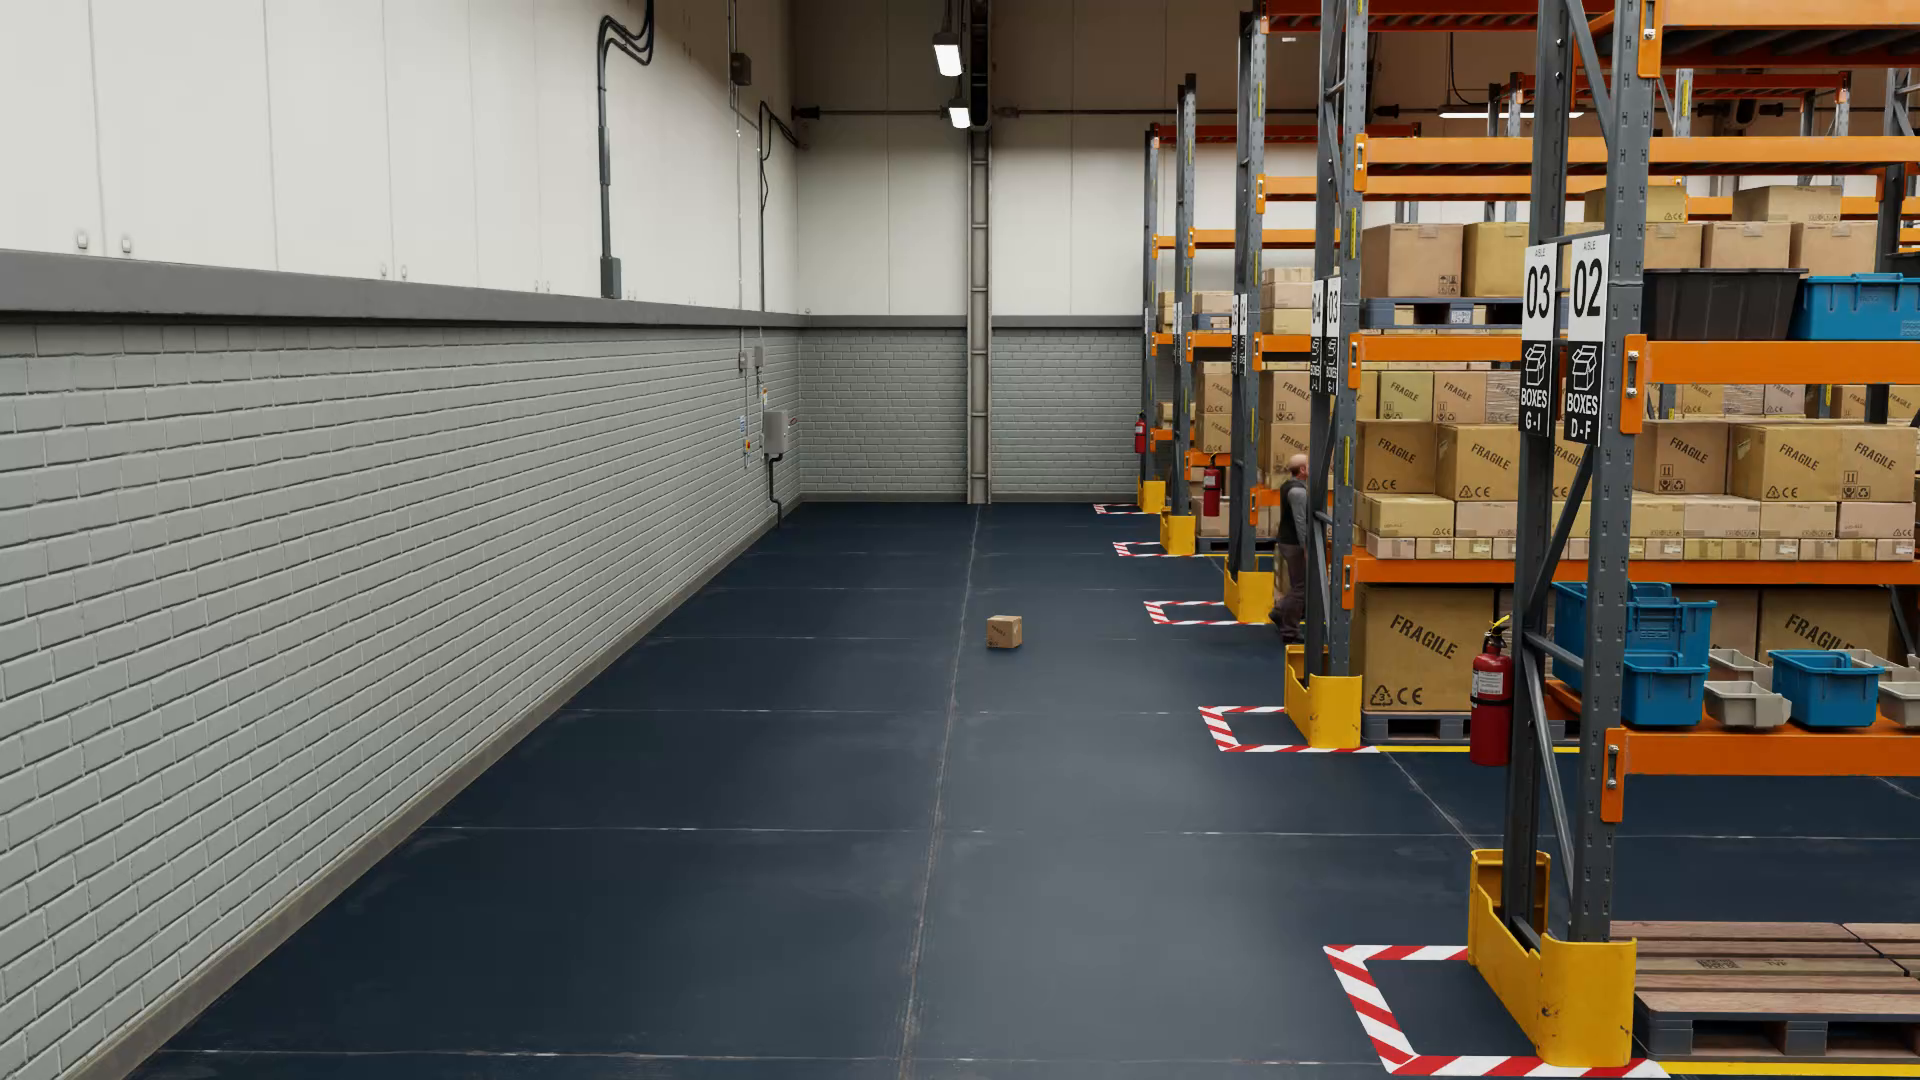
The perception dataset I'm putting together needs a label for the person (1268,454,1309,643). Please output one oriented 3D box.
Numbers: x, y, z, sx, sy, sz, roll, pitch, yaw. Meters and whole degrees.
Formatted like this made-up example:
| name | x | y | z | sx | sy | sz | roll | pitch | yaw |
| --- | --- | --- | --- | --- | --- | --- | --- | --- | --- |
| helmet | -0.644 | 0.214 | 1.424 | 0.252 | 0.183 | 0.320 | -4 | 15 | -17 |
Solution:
| name | x | y | z | sx | sy | sz | roll | pitch | yaw |
| --- | --- | --- | --- | --- | --- | --- | --- | --- | --- |
| person | 3.068 | 0.075 | 15.111 | 0.469 | 1.720 | 0.576 | 0 | 7 | 2 |
